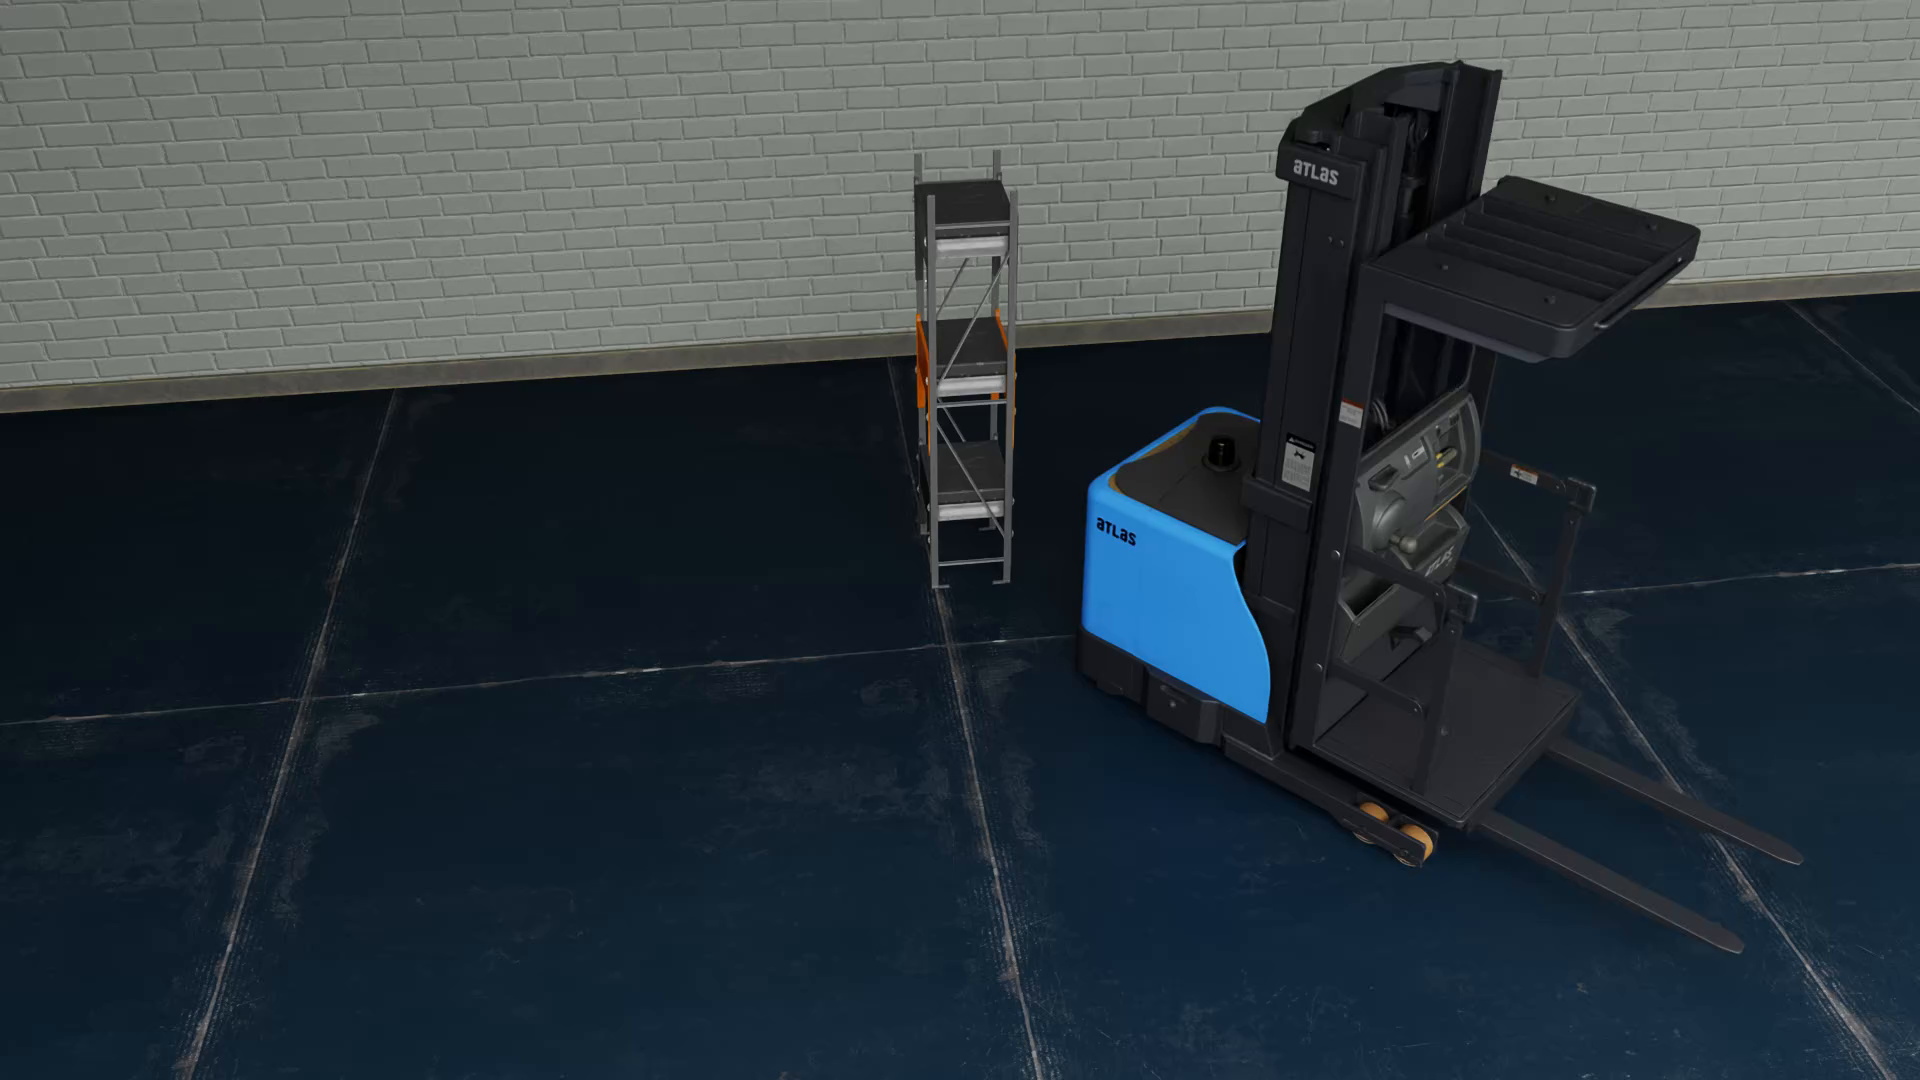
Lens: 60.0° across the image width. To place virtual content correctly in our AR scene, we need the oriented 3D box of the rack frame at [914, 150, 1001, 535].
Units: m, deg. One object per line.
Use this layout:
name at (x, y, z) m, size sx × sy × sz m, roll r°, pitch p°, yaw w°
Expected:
rack frame at (-0.011, -0.911, 8.223) m, size 0.400 × 2.100 × 0.015 m, roll -4°, pitch 35°, yaw -6°

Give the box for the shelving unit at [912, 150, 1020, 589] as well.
shelving unit at (0.022, -0.775, 8.023) m, size 0.431 × 2.100 × 0.503 m, roll -4°, pitch 35°, yaw -6°

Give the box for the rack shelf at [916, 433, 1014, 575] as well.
rack shelf at (0.022, -0.186, 8.425) m, size 0.431 × 0.518 × 0.480 m, roll -4°, pitch 35°, yaw -6°

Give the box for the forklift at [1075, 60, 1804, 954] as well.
forklift at (1.970, -0.215, 6.463) m, size 3.031 × 2.935 × 1.130 m, roll 27°, pitch 43°, yaw 34°

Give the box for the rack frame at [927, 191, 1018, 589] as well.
rack frame at (0.055, -0.639, 7.823) m, size 0.400 × 2.100 × 0.015 m, roll -4°, pitch 35°, yaw -6°

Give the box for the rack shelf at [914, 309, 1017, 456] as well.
rack shelf at (0.022, -0.764, 8.031) m, size 0.431 × 0.518 × 0.480 m, roll -4°, pitch 35°, yaw -6°

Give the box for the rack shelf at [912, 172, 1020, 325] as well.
rack shelf at (0.022, -1.342, 7.637) m, size 0.431 × 0.518 × 0.480 m, roll -4°, pitch 35°, yaw -6°
